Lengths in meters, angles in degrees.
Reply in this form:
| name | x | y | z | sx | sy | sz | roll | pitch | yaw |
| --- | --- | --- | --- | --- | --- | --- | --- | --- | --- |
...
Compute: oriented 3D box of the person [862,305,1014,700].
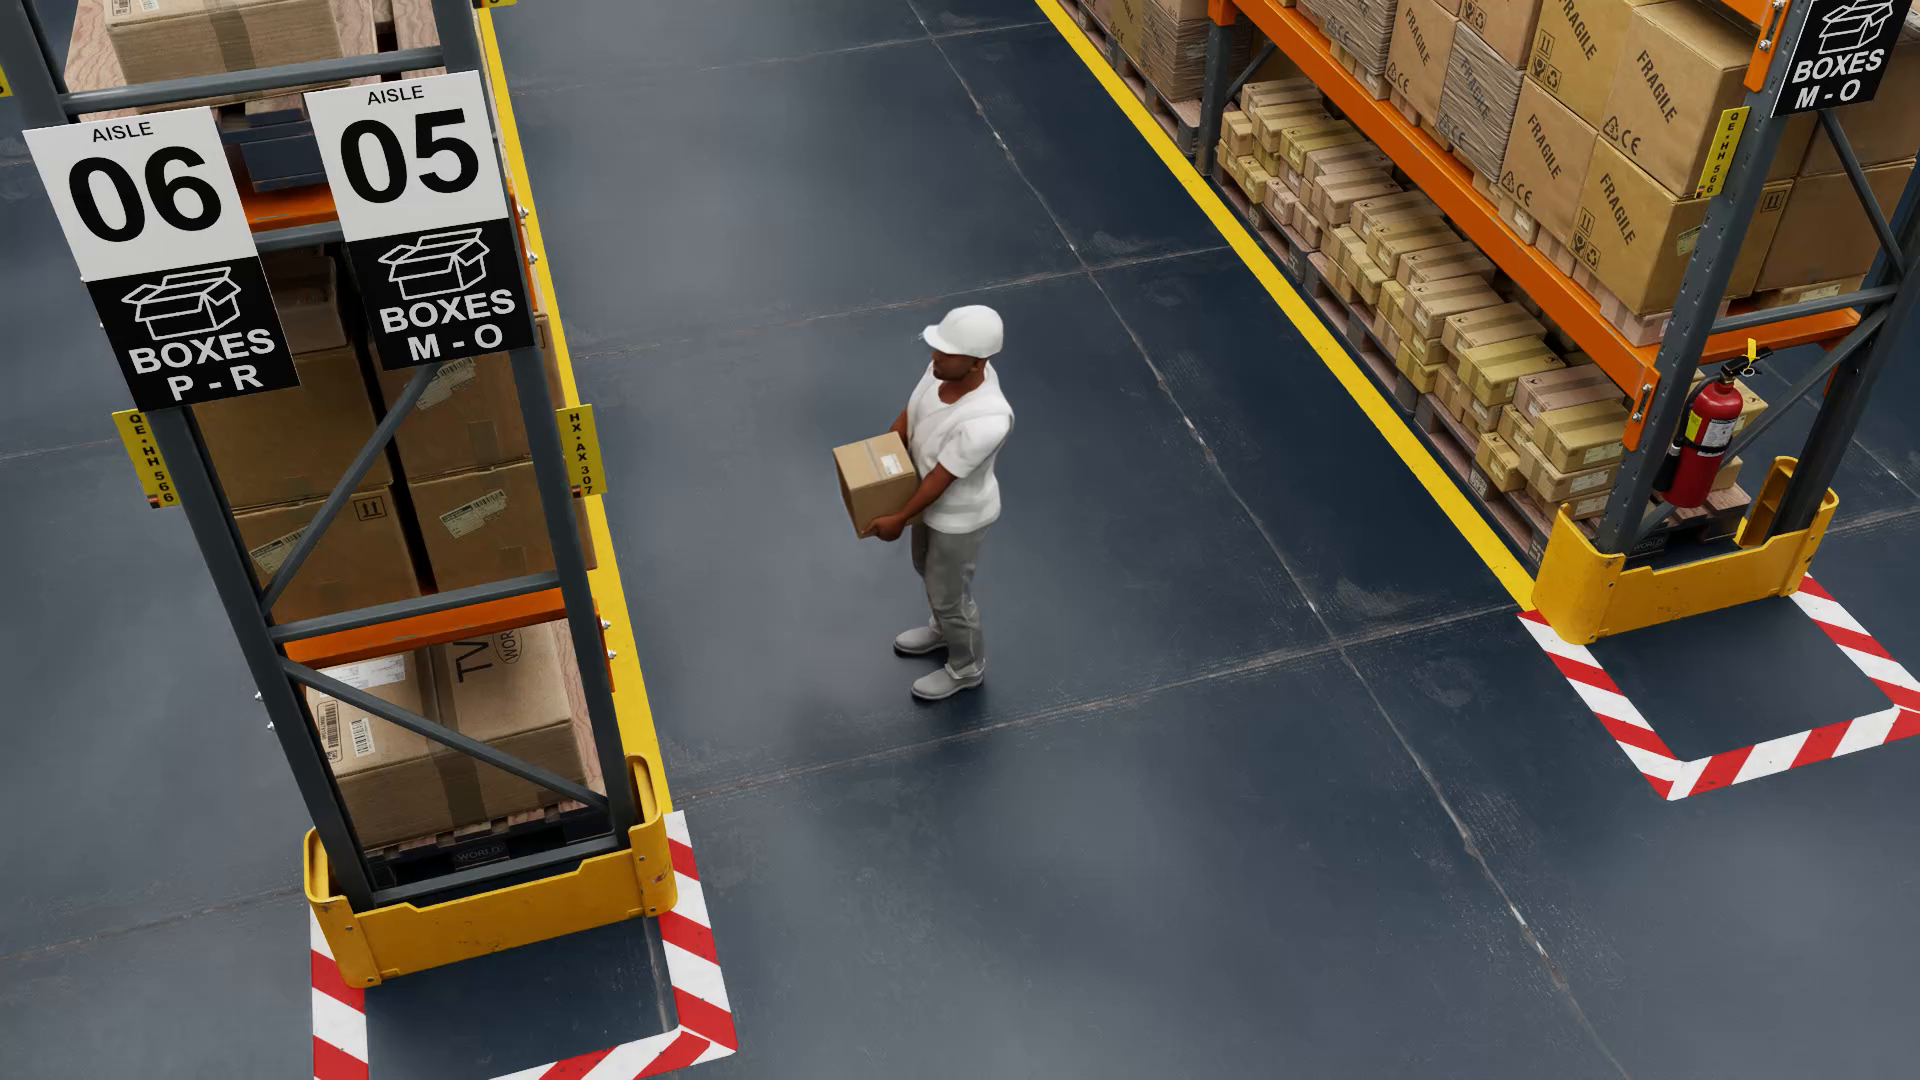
| name | x | y | z | sx | sy | sz | roll | pitch | yaw |
| --- | --- | --- | --- | --- | --- | --- | --- | --- | --- |
| person | -0.120 | -0.116 | 6.276 | 0.577 | 1.761 | 0.502 | -12 | 43 | -13 |
